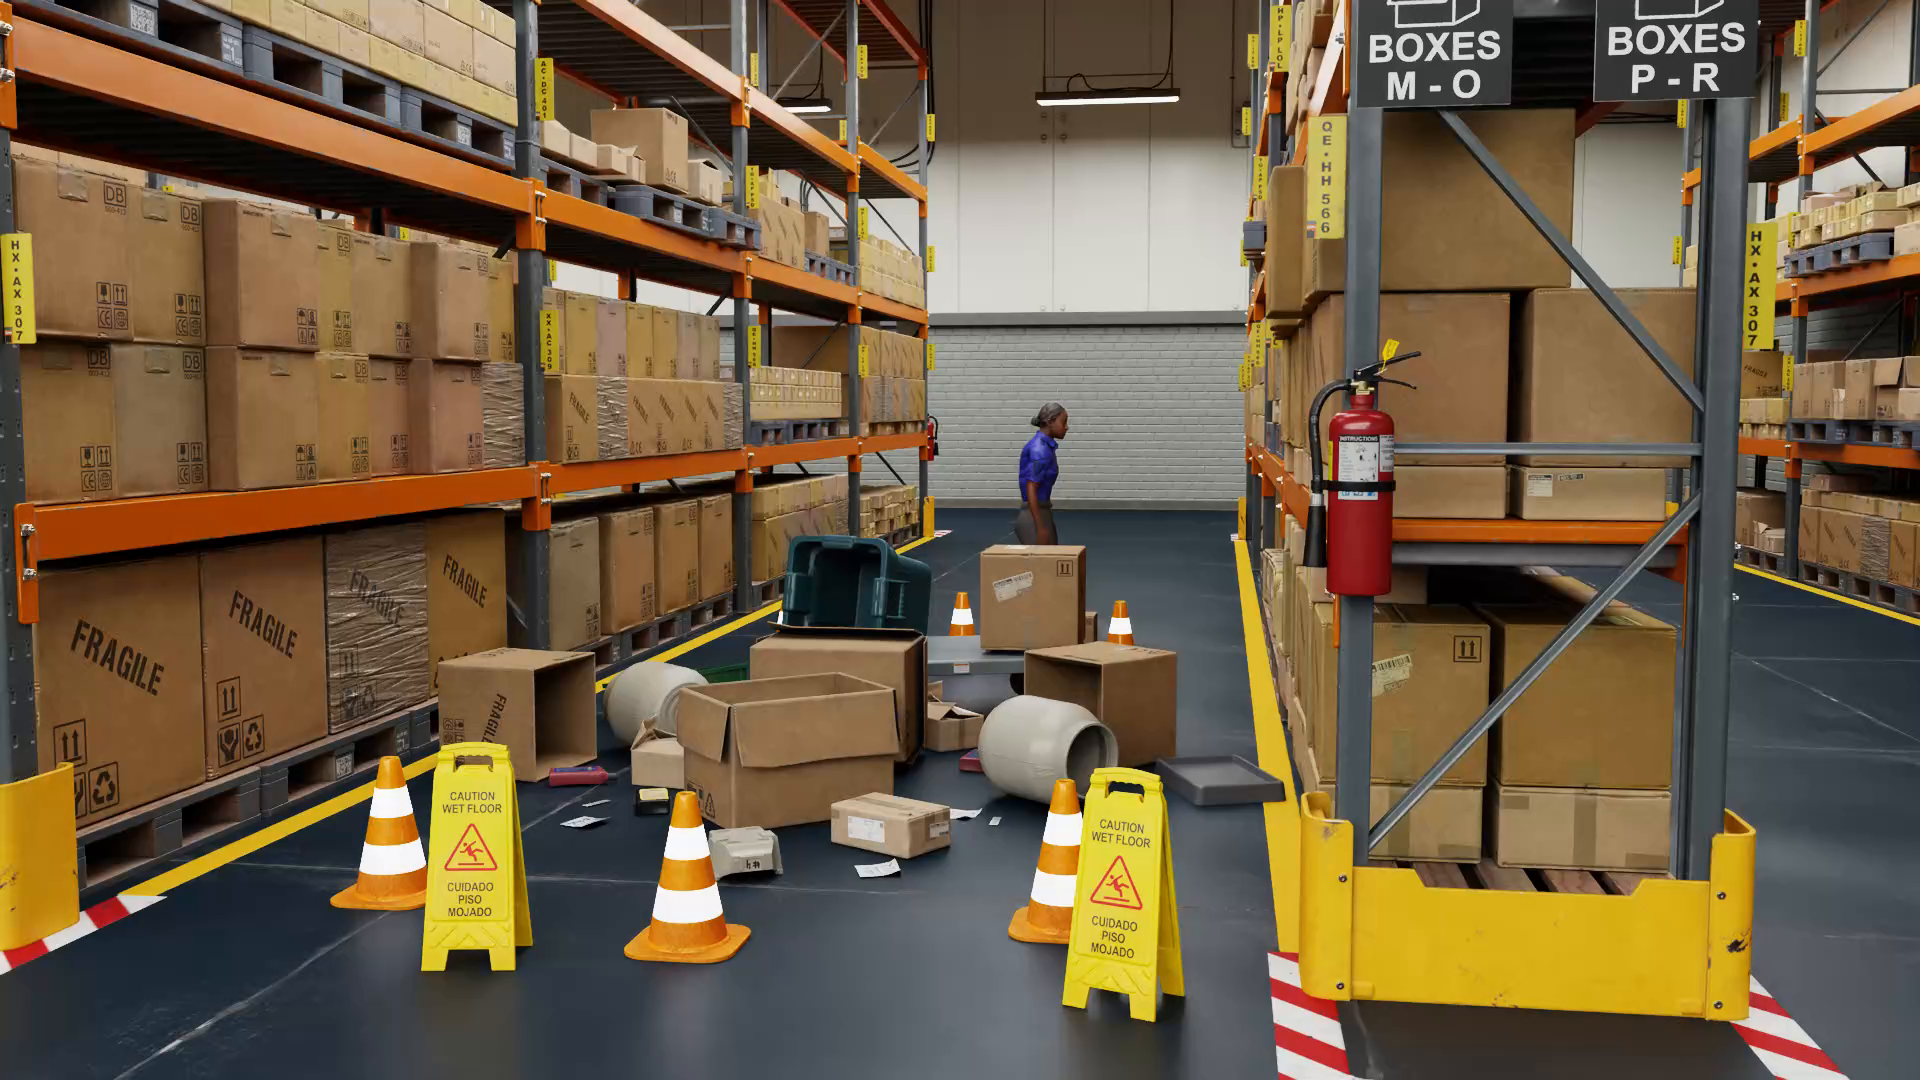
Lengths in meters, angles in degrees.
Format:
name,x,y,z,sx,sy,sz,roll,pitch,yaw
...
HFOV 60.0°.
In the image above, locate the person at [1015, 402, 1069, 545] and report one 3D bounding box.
name,x,y,z,sx,sy,sz,roll,pitch,yaw
person,0.544,-0.087,11.015,0.349,1.654,0.504,1,5,9
